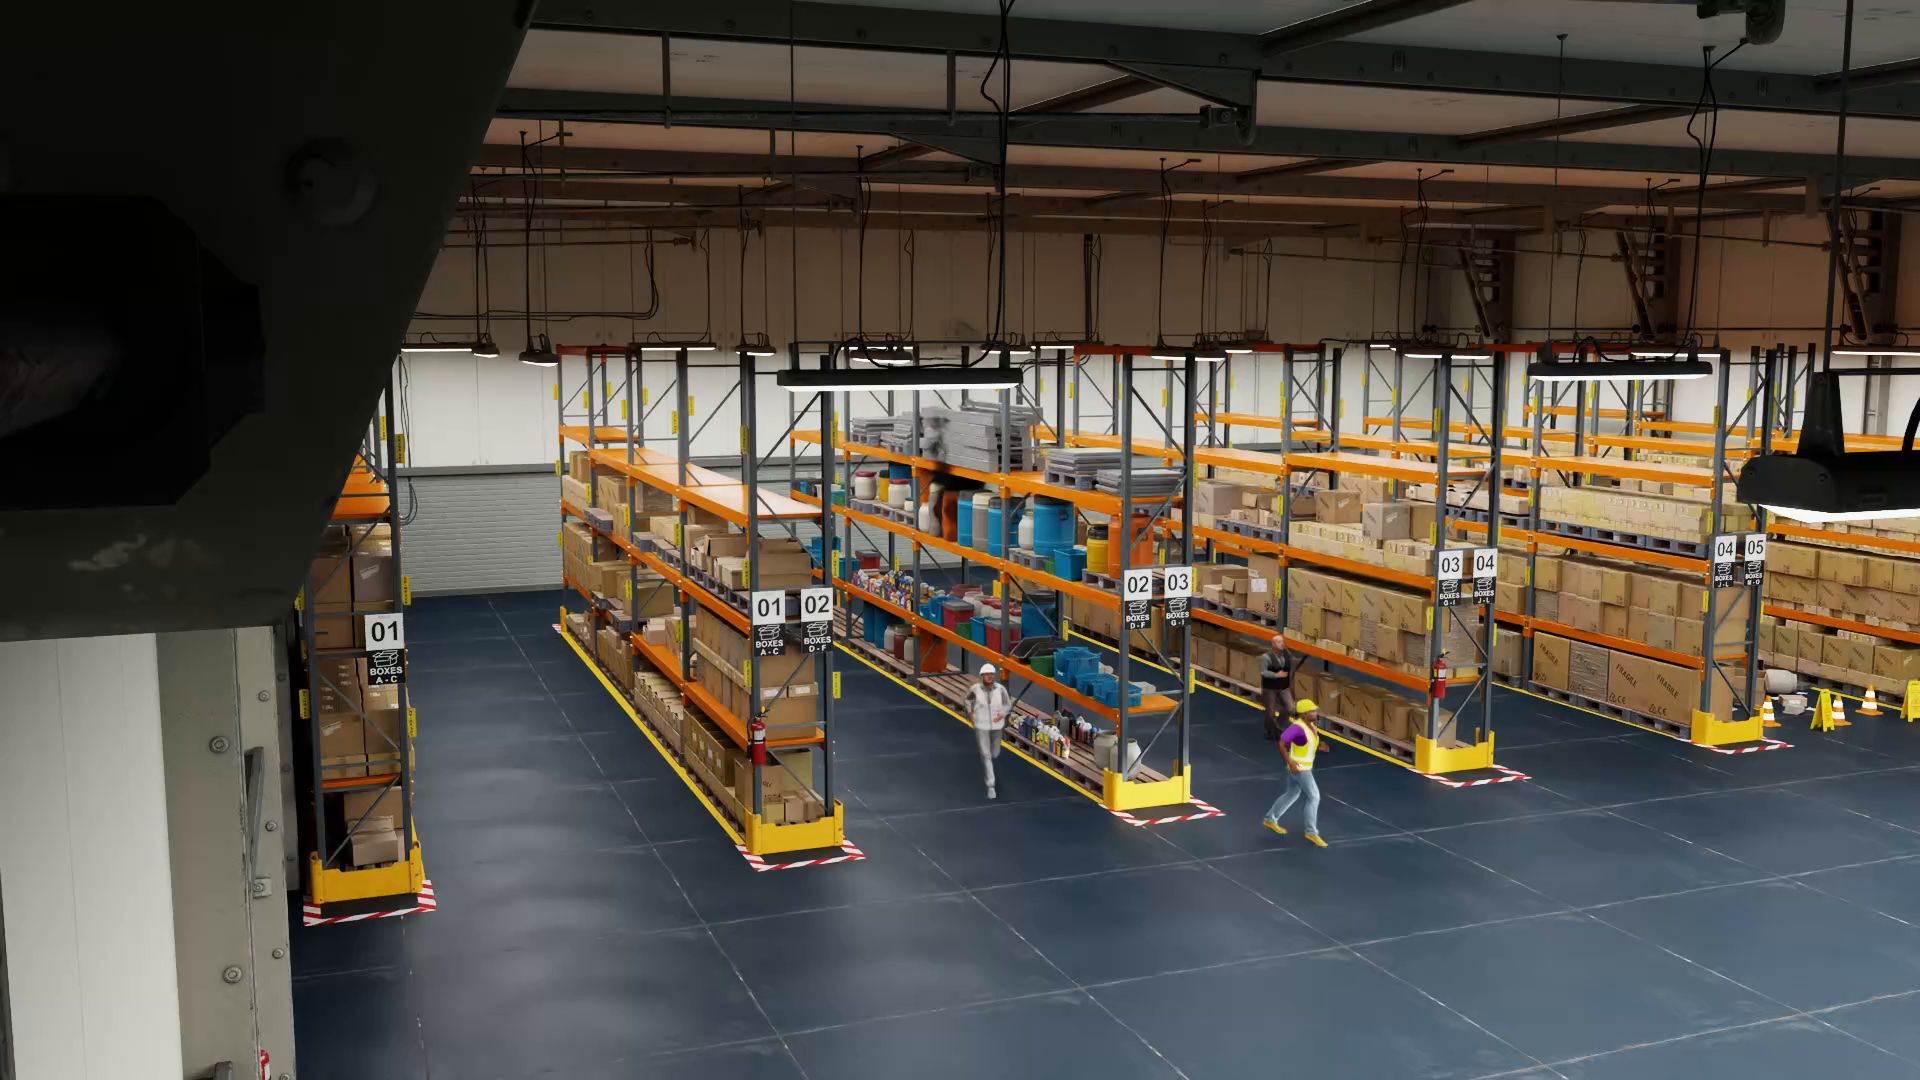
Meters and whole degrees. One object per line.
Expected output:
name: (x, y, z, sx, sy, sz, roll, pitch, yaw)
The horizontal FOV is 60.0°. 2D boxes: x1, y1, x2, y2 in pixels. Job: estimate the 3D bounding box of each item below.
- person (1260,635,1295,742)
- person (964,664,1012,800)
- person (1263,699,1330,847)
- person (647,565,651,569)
person: (4.840, 2.265, 25.315, 0.686, 1.669, 0.778, -3, 8, -19)
person: (0.398, 2.570, 22.904, 0.619, 1.777, 1.134, -2, 7, -13)
person: (4.167, 2.847, 20.567, 0.807, 1.815, 0.671, 2, 8, 15)
person: (-6.715, 0.856, 36.322, 0.952, 1.747, 0.673, 2, 7, 13)
